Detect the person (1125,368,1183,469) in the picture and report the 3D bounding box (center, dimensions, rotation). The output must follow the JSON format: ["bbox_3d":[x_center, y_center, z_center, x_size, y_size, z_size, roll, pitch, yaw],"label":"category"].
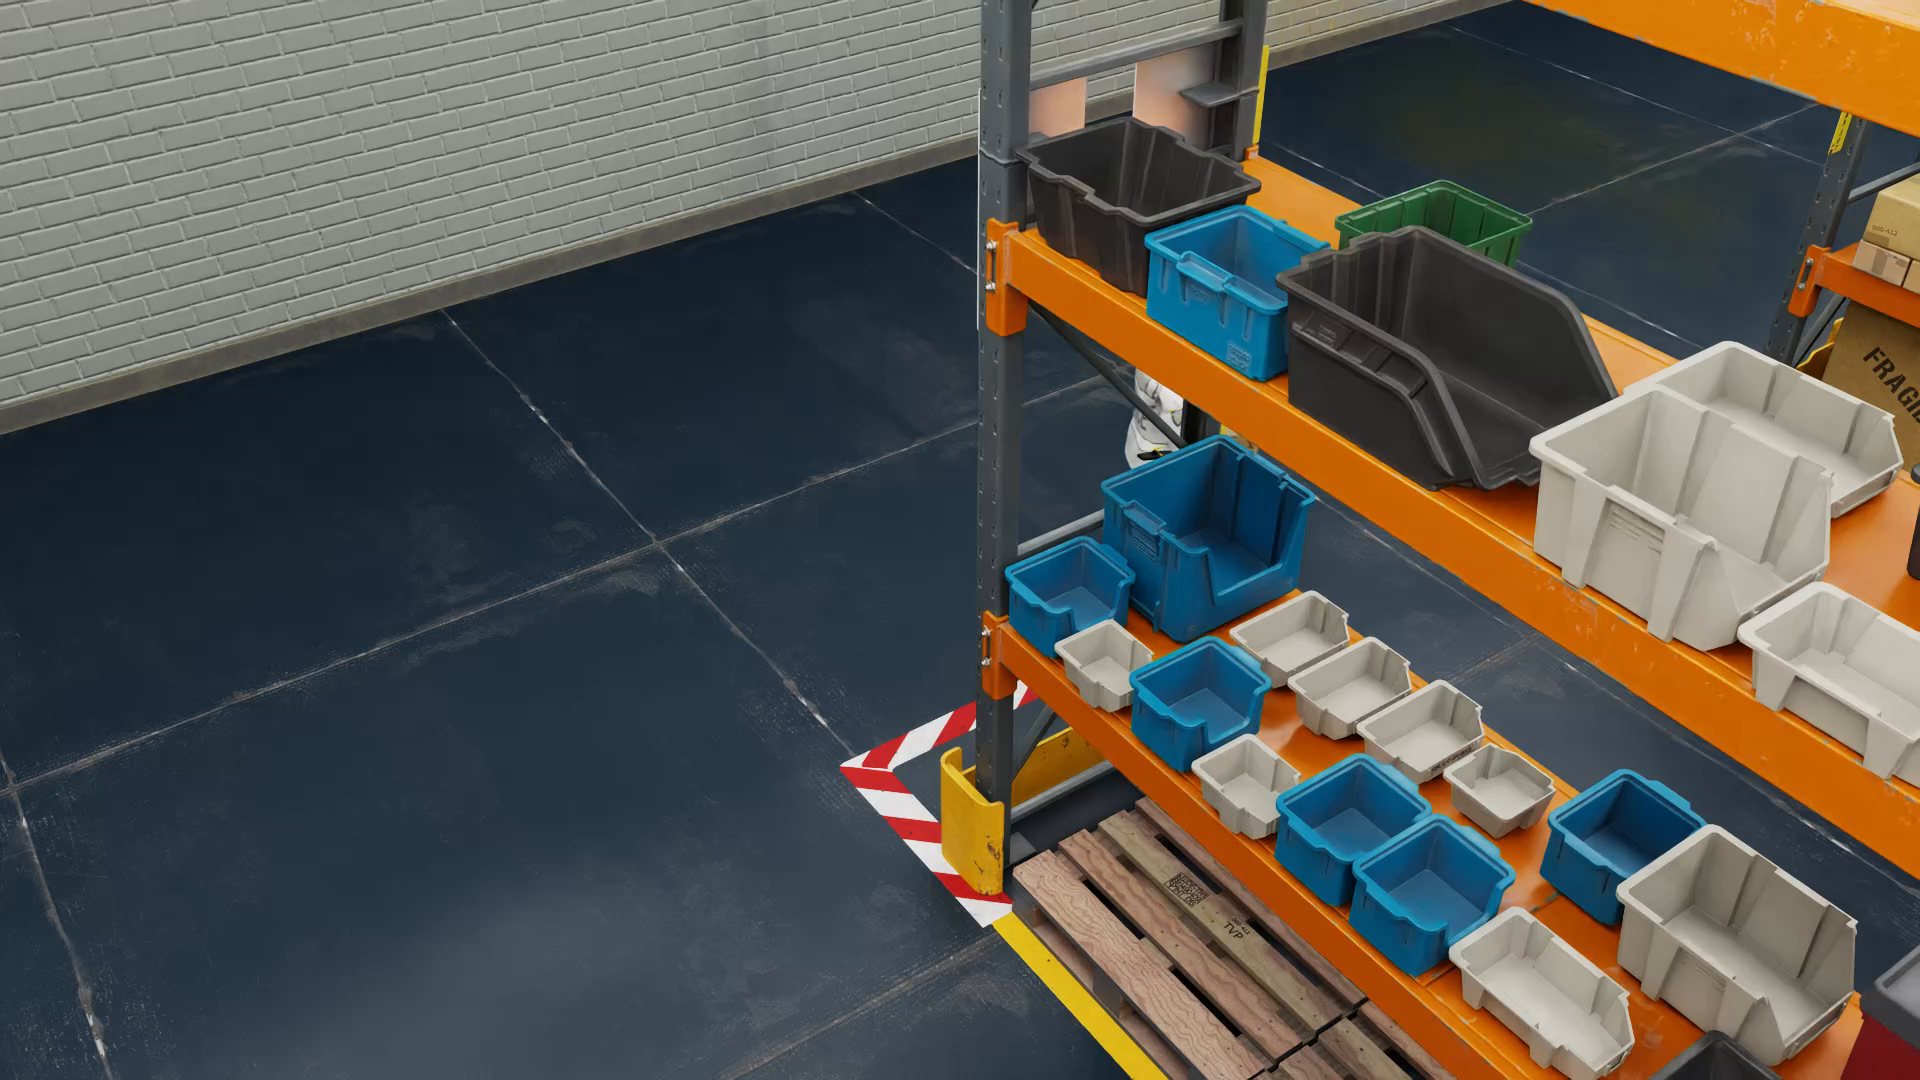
[{"bbox_3d":[0.968,-0.344,7.440,0.452,1.689,0.495,-3,37,-4],"label":"person"}]
